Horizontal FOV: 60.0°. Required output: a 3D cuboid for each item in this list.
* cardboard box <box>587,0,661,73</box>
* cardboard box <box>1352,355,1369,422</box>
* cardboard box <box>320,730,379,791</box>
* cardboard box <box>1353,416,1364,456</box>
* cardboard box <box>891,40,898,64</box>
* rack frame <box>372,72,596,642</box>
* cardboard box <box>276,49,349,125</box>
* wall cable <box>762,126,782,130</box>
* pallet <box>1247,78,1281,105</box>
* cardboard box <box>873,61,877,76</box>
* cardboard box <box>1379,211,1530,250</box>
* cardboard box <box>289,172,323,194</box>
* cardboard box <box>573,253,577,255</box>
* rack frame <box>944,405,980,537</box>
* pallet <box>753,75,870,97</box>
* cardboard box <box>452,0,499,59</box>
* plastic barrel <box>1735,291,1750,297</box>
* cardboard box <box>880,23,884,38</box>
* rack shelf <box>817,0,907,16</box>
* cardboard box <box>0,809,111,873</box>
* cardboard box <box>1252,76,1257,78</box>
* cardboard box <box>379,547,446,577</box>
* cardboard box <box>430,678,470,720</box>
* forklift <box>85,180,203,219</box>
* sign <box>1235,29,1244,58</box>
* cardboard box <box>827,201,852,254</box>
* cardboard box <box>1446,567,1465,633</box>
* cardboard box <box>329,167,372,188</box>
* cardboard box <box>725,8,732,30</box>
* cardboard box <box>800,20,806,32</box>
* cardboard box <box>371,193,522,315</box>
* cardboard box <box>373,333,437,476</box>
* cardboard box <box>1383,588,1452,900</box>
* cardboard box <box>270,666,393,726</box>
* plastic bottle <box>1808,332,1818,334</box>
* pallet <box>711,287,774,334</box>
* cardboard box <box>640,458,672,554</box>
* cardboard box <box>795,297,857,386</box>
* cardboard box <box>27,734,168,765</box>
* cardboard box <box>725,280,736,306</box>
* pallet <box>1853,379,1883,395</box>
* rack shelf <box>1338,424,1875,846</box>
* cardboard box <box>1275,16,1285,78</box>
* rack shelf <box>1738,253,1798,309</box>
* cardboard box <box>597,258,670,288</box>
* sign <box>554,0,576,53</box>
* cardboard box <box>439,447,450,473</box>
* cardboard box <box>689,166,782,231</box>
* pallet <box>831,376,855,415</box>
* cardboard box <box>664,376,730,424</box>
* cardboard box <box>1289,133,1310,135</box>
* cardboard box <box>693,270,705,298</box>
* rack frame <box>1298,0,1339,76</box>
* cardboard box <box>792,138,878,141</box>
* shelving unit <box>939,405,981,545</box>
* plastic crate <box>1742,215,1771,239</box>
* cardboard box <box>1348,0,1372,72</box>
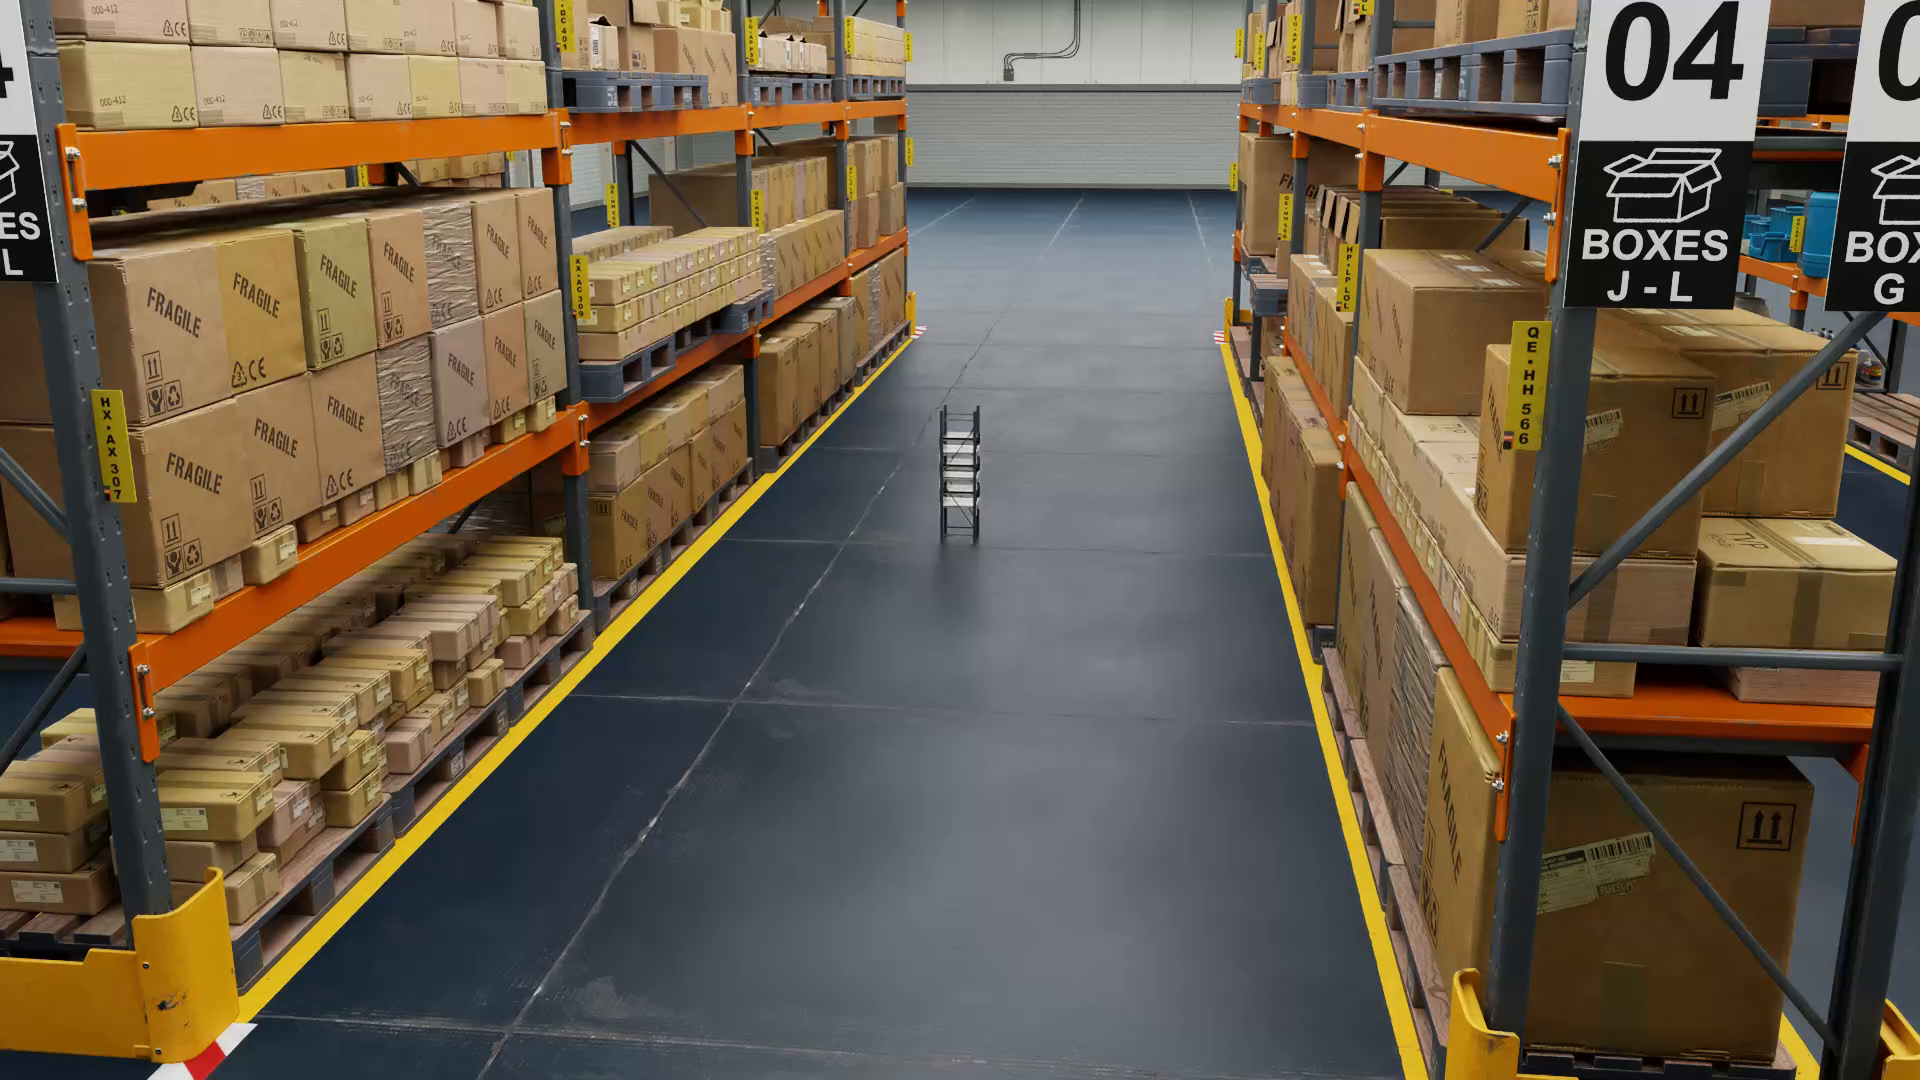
[{"bbox_3d":[-2.199,-2.999,9.757,0.797,0.503,0.637,1,15,6],"label":"cardboard box"},{"bbox_3d":[2.100,-0.686,7.671,0.500,0.250,0.500,1,15,5],"label":"cardboard box"},{"bbox_3d":[-2.477,0.839,6.401,0.380,0.149,0.250,2,15,8],"label":"cardboard box"},{"bbox_3d":[2.020,-0.473,7.646,0.380,0.149,0.250,1,15,4],"label":"cardboard box"},{"bbox_3d":[-0.985,-5.519,18.801,0.500,0.250,0.500,2,15,6],"label":"cardboard box"},{"bbox_3d":[-2.504,-0.901,8.749,1.000,3.000,0.127,2,15,6],"label":"rack frame"},{"bbox_3d":[-2.541,-1.619,5.944,0.500,0.250,0.500,1,15,4],"label":"cardboard box"},{"bbox_3d":[-6.955,-14.028,51.748,3.097,2.526,0.112,2,15,6],"label":"wall cable"},{"bbox_3d":[3.026,-3.735,13.843,1.213,0.211,1.003,2,15,6],"label":"pallet"},{"bbox_3d":[-1.080,-4.969,17.530,0.380,0.149,0.250,2,15,6],"label":"cardboard box"},{"bbox_3d":[2.477,-1.428,8.582,0.797,0.503,0.637,1,15,5],"label":"cardboard box"},{"bbox_3d":[-6.410,-3.235,15.815,0.500,0.500,0.500,2,15,7],"label":"cardboard box"},{"bbox_3d":[-2.531,-1.648,10.049,0.380,0.149,0.250,1,15,4],"label":"cardboard box"},{"bbox_3d":[0.011,-0.459,11.134,0.240,0.900,0.006,2,15,6],"label":"rack frame"},{"bbox_3d":[-1.498,-4.593,16.826,1.003,0.211,1.213,2,15,6],"label":"pallet"},{"bbox_3d":[-2.373,-2.257,7.344,0.500,0.250,0.500,1,15,4],"label":"cardboard box"},{"bbox_3d":[8.690,-2.524,18.713,0.421,0.512,0.421,0,15,0],"label":"plastic barrel"},{"bbox_3d":[-1.023,-5.484,17.906,0.380,0.149,0.250,2,15,7],"label":"cardboard box"},{"bbox_3d":[-1.375,-5.851,17.704,1.077,0.370,4.000,2,15,6],"label":"rack shelf"},{"bbox_3d":[-3.179,1.021,5.729,0.380,0.149,0.250,1,15,5],"label":"cardboard box"},{"bbox_3d":[3.229,-4.573,16.868,0.500,0.250,0.500,2,15,6],"label":"cardboard box"},{"bbox_3d":[-2.838,0.138,8.424,0.380,0.149,0.250,2,15,9],"label":"cardboard box"},{"bbox_3d":[-2.422,0.718,7.418,0.380,0.149,0.250,2,15,7],"label":"cardboard box"},{"bbox_3d":[-5.027,-1.112,9.658,1.130,2.935,3.031,1,15,4],"label":"forklift"},{"bbox_3d":[3.228,-5.727,19.176,0.100,0.325,0.005,2,15,6],"label":"sign"},{"bbox_3d":[-1.571,-3.145,16.758,0.875,0.550,0.550,2,15,6],"label":"cardboard box"},{"bbox_3d":[1.732,0.195,5.177,0.380,0.149,0.250,2,15,6],"label":"cardboard box"},{"bbox_3d":[-6.266,-3.878,17.081,0.700,0.500,0.500,2,15,6],"label":"cardboard box"},{"bbox_3d":[-2.135,-4.145,13.812,0.500,0.500,0.500,2,15,6],"label":"cardboard box"},{"bbox_3d":[-1.790,-5.239,17.000,0.380,0.149,0.250,2,15,7],"label":"cardboard box"},{"bbox_3d":[-2.341,-1.312,7.590,0.500,0.500,0.500,1,15,4],"label":"cardboard box"},{"bbox_3d":[-2.476,-0.563,6.736,0.500,0.500,0.500,1,15,5],"label":"cardboard box"},{"bbox_3d":[2.057,0.727,5.994,0.875,0.875,0.875,2,15,6],"label":"cardboard box"},{"bbox_3d":[-2.505,0.621,6.635,0.380,0.149,0.250,2,15,8],"label":"cardboard box"},{"bbox_3d":[8.861,-2.039,17.333,0.152,0.276,0.135,2,15,7],"label":"plastic bottle"},{"bbox_3d":[-2.027,-1.658,11.916,1.213,0.211,1.003,2,15,6],"label":"pallet"},{"bbox_3d":[-2.099,-0.219,10.208,0.500,0.500,0.500,2,15,9],"label":"cardboard box"},{"bbox_3d":[-1.582,-1.929,16.056,1.050,0.750,0.750,2,15,6],"label":"cardboard box"},{"bbox_3d":[-3.062,0.814,5.923,0.380,0.149,0.250,2,15,7],"label":"cardboard box"},{"bbox_3d":[-1.742,-1.683,11.317,0.380,0.149,0.250,1,15,6],"label":"cardboard box"},{"bbox_3d":[8.354,-1.485,16.250,1.003,0.211,1.213,2,15,6],"label":"pallet"},{"bbox_3d":[2.187,0.137,6.288,1.077,0.370,4.000,2,15,6],"label":"rack shelf"},{"bbox_3d":[3.059,-4.141,13.982,0.797,0.503,0.637,2,15,9],"label":"cardboard box"},{"bbox_3d":[8.463,-2.830,17.258,1.077,0.370,4.000,2,15,6],"label":"rack shelf"},{"bbox_3d":[-1.915,-1.562,9.730,0.380,0.149,0.250,1,15,6],"label":"cardboard box"},{"bbox_3d":[-1.964,-2.585,8.239,0.100,0.325,0.005,2,15,6],"label":"sign"},{"bbox_3d":[-2.450,-0.360,7.227,0.380,0.149,0.250,1,15,5],"label":"cardboard box"},{"bbox_3d":[-1.880,-2.850,13.850,0.700,0.500,0.500,1,15,5],"label":"cardboard box"},{"bbox_3d":[-1.613,-1.428,16.038,1.003,0.211,1.213,2,15,6],"label":"pallet"},{"bbox_3d":[-1.915,-0.981,11.590,0.500,0.250,0.500,2,15,7],"label":"cardboard box"},{"bbox_3d":[3.900,-4.236,18.405,0.500,0.500,0.500,2,15,6],"label":"cardboard box"},{"bbox_3d":[-1.828,-1.621,10.517,0.380,0.149,0.250,1,15,5],"label":"cardboard box"},{"bbox_3d":[2.864,-4.663,11.166,1.000,3.000,0.127,2,15,6],"label":"rack frame"},{"bbox_3d":[-1.399,-4.226,18.687,0.875,0.550,0.550,2,15,6],"label":"cardboard box"},{"bbox_3d":[-0.001,-0.432,11.037,0.258,0.900,0.210,2,15,6],"label":"shelving unit"},{"bbox_3d":[8.929,-3.485,18.589,0.499,0.251,0.616,2,15,6],"label":"plastic crate"},{"bbox_3d":[2.655,-2.937,9.527,0.797,0.503,0.637,1,15,5],"label":"cardboard box"}]
